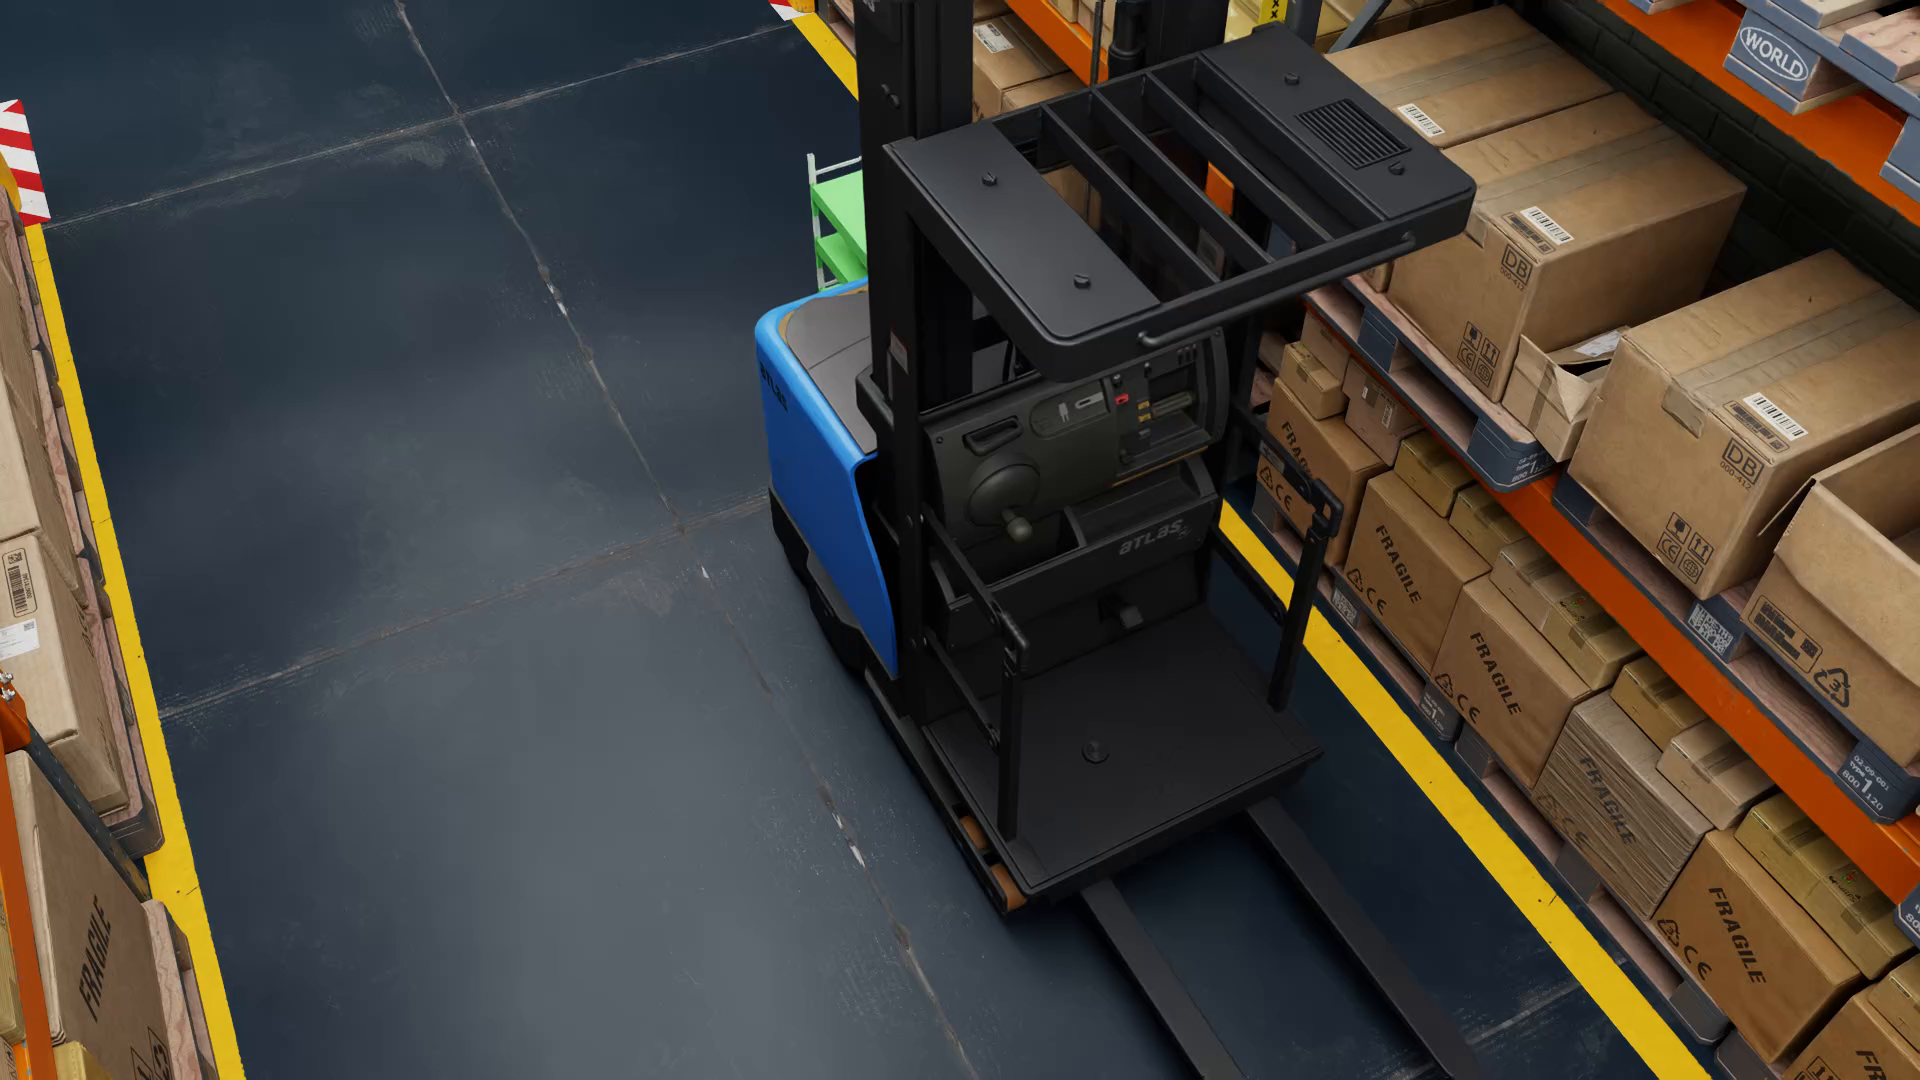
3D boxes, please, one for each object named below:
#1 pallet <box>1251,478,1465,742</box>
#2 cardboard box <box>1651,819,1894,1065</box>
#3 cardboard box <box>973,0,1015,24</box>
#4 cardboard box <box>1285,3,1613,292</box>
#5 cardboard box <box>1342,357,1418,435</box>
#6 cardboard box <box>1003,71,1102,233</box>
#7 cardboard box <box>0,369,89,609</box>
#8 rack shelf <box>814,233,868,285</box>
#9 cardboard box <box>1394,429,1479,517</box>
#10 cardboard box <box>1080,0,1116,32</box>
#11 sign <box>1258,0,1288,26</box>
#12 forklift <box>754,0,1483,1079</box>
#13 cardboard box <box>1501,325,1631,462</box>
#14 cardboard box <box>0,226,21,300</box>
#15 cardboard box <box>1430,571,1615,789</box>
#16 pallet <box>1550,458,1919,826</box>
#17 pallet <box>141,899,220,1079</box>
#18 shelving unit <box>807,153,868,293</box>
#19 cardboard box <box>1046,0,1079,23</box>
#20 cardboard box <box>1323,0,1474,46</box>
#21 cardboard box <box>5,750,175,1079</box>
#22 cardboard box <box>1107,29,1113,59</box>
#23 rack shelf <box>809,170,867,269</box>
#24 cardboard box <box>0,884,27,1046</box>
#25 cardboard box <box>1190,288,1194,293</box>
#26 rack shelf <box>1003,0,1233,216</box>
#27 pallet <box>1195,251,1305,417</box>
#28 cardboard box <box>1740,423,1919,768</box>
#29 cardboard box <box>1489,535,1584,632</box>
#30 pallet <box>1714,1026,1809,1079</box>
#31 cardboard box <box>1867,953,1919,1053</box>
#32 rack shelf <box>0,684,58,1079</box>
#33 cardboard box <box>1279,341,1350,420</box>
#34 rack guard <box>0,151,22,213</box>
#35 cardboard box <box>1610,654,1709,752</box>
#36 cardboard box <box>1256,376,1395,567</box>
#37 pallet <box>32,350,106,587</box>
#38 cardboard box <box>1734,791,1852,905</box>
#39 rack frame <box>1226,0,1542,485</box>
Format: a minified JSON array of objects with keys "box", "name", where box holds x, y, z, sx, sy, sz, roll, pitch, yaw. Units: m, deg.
[{"box":[1.812,0.051,6.065,1.003,0.211,1.213,-21,52,-18],"name":"pallet"},{"box":[2.391,1.067,4.706,0.500,0.500,0.500,-19,52,-16],"name":"cardboard box"},{"box":[0.128,-2.363,7.706,0.700,0.500,0.500,-19,52,-16],"name":"cardboard box"},{"box":[1.429,-1.169,4.934,0.700,0.500,0.500,-20,52,-17],"name":"cardboard box"},{"box":[1.496,-0.536,5.479,0.380,0.149,0.250,-24,53,-19],"name":"cardboard box"},{"box":[0.603,-1.668,7.098,0.700,0.500,0.500,-23,53,-19],"name":"cardboard box"},{"box":[-3.607,-0.037,5.713,0.875,0.438,0.875,-23,53,-19],"name":"cardboard box"},{"box":[-0.312,-0.951,6.051,0.258,0.148,0.480,-22,52,-18],"name":"rack shelf"},{"box":[1.657,-0.269,5.443,0.380,0.149,0.250,-24,53,-19],"name":"cardboard box"},{"box":[0.714,-2.034,5.938,0.500,0.250,0.500,-21,52,-17],"name":"cardboard box"},{"box":[0.928,-1.491,4.986,0.100,0.325,0.005,-21,52,-18],"name":"sign"},{"box":[0.448,-0.197,4.475,1.130,2.935,3.031,-22,52,-18],"name":"forklift"},{"box":[1.701,-0.430,4.444,0.396,0.266,0.258,-19,51,-16],"name":"cardboard box"},{"box":[-4.445,-1.251,6.774,0.875,0.438,0.875,-23,53,-19],"name":"cardboard box"},{"box":[1.905,0.376,5.310,0.500,0.500,0.500,-23,53,-19],"name":"cardboard box"},{"box":[2.343,0.042,4.348,1.003,0.211,1.213,-21,52,-18],"name":"pallet"},{"box":[-2.585,1.722,4.603,1.003,0.211,1.213,-21,52,-18],"name":"pallet"},{"box":[-0.312,-0.836,6.184,0.258,1.200,0.503,-22,52,-18],"name":"shelving unit"},{"box":[0.519,-2.121,6.279,0.380,0.149,0.250,-22,52,-18],"name":"cardboard box"},{"box":[1.420,-1.871,5.796,0.500,0.250,0.500,-22,52,-18],"name":"cardboard box"},{"box":[-2.650,1.263,4.286,0.875,0.875,0.875,-20,52,-16],"name":"cardboard box"},{"box":[0.757,-1.774,5.976,0.380,0.149,0.250,-20,52,-17],"name":"cardboard box"},{"box":[-0.312,-1.109,5.870,0.258,0.148,0.480,-22,52,-18],"name":"rack shelf"},{"box":[-2.344,0.918,3.554,0.500,0.250,0.500,-22,52,-18],"name":"cardboard box"},{"box":[0.891,-0.870,6.633,0.380,0.149,0.250,-23,53,-19],"name":"cardboard box"},{"box":[0.491,-2.500,6.922,1.077,0.370,4.000,-21,52,-18],"name":"rack shelf"},{"box":[1.093,-0.940,6.932,1.003,0.211,1.213,-21,52,-18],"name":"pallet"},{"box":[2.326,0.078,3.842,0.797,0.503,0.637,-22,52,-18],"name":"cardboard box"},{"box":[1.876,0.090,5.129,0.380,0.149,0.250,-21,52,-18],"name":"cardboard box"},{"box":[2.929,1.684,4.637,1.003,0.211,1.213,-21,52,-18],"name":"pallet"},{"box":[2.552,1.143,4.208,0.380,0.149,0.250,-23,53,-19],"name":"cardboard box"},{"box":[-2.090,1.889,3.083,1.077,0.370,4.000,-21,52,-18],"name":"rack shelf"},{"box":[1.334,-0.595,5.729,0.380,0.149,0.250,-19,51,-16],"name":"cardboard box"},{"box":[-4.847,-1.556,7.279,1.175,0.500,0.348,-21,52,-18],"name":"rack guard"},{"box":[2.137,0.428,4.834,0.380,0.149,0.250,-21,52,-17],"name":"cardboard box"},{"box":[1.428,-0.312,5.912,0.500,0.500,0.500,-19,52,-16],"name":"cardboard box"},{"box":[-3.846,-0.122,6.216,1.003,0.211,1.213,-21,52,-18],"name":"pallet"},{"box":[2.357,0.784,4.522,0.380,0.149,0.250,-22,52,-18],"name":"cardboard box"},{"box":[1.407,-1.398,5.480,1.000,3.000,0.127,-21,52,-18],"name":"rack frame"}]
